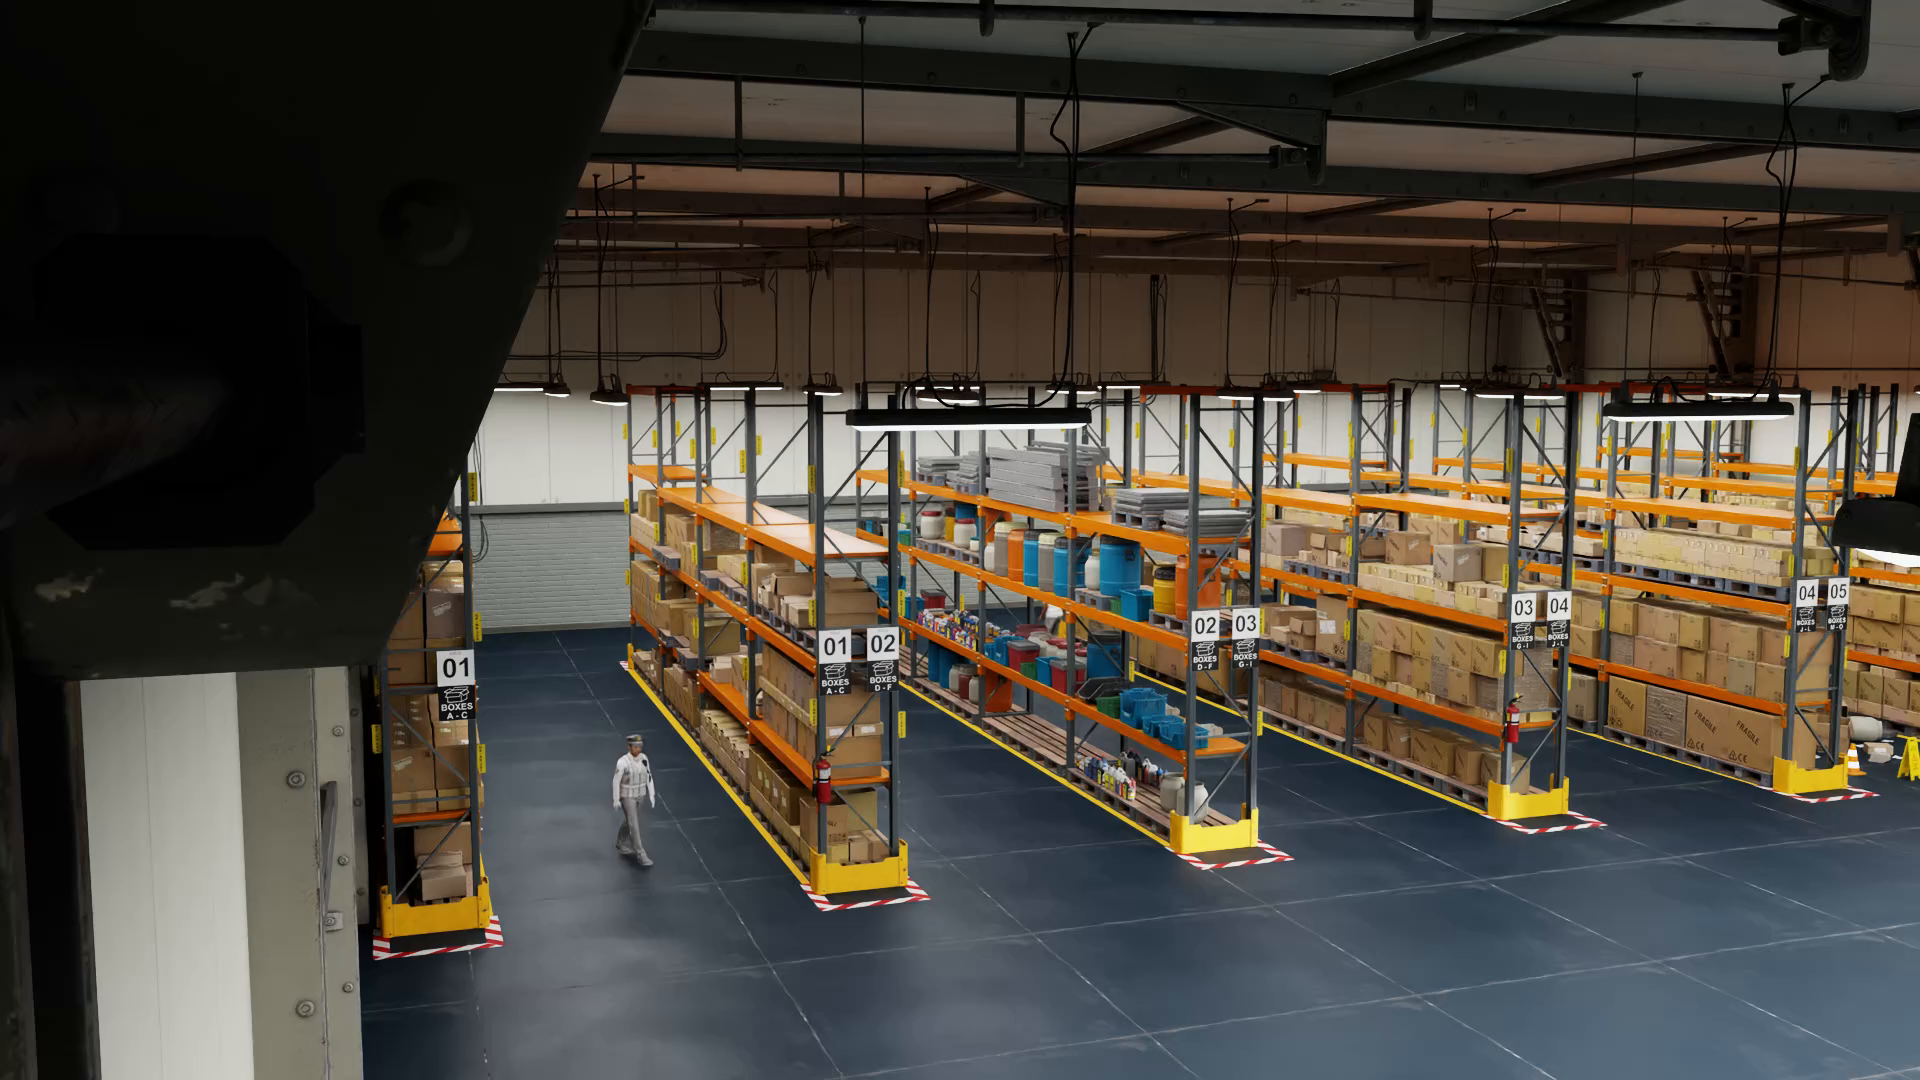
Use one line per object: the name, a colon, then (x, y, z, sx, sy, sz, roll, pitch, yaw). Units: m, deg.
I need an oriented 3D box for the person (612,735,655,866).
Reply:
person: (-4.155, 3.298, 21.346, 0.988, 1.616, 0.505, 5, 7, 37)

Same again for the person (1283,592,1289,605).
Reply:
person: (8.733, 0.871, 44.286, 0.597, 1.752, 0.878, 4, 7, 31)

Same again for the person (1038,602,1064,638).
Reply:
person: (2.081, 1.699, 36.593, 0.650, 1.741, 0.651, 6, 8, 44)
